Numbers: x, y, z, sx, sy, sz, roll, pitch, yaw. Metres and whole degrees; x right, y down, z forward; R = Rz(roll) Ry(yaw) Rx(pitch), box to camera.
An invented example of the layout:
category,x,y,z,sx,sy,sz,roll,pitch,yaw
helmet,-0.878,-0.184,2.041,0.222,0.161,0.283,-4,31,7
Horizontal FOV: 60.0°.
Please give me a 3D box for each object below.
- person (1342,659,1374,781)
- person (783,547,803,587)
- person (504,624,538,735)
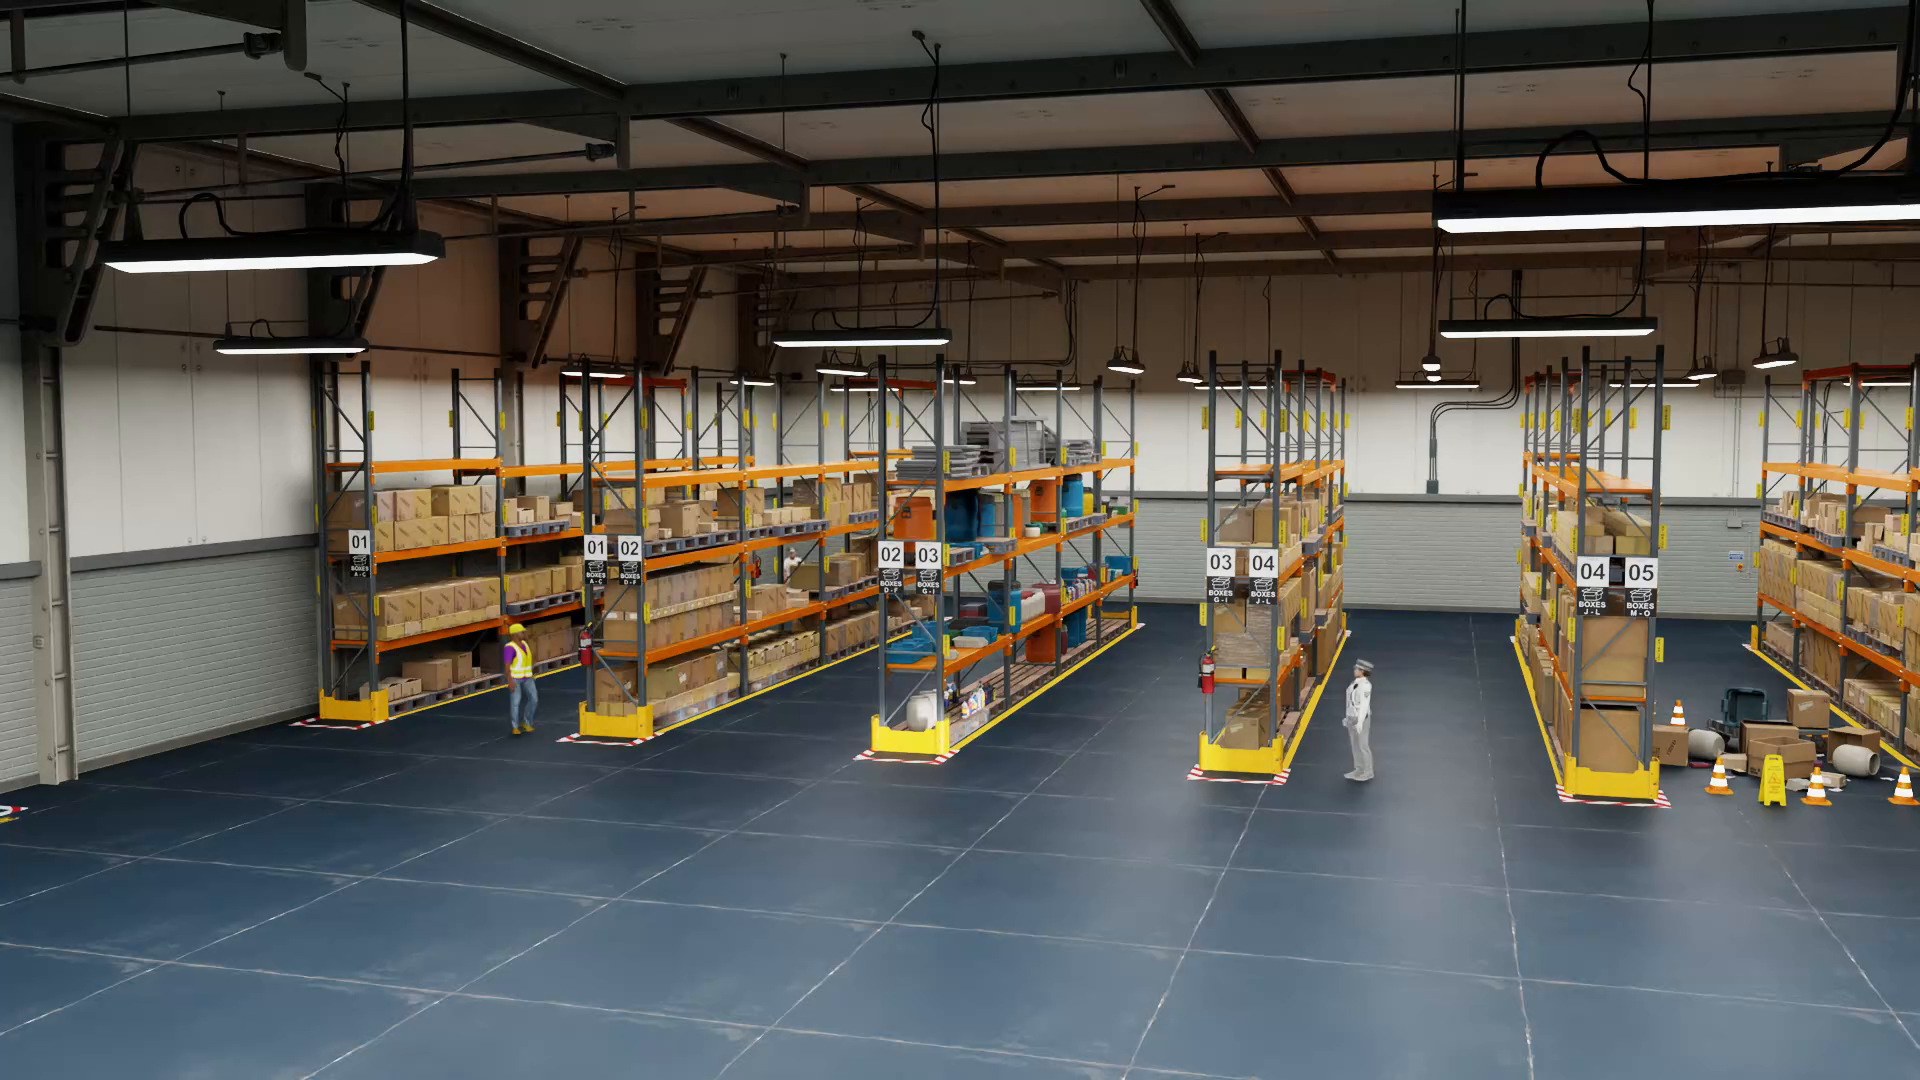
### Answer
category,x,y,z,sx,sy,sz,roll,pitch,yaw
person,5.562,2.506,23.261,0.401,1.704,0.558,-2,4,-22
person,-4.319,1.058,42.808,0.540,1.751,0.876,0,4,-2
person,-7.056,2.259,26.650,0.596,1.837,0.492,-4,6,-45
